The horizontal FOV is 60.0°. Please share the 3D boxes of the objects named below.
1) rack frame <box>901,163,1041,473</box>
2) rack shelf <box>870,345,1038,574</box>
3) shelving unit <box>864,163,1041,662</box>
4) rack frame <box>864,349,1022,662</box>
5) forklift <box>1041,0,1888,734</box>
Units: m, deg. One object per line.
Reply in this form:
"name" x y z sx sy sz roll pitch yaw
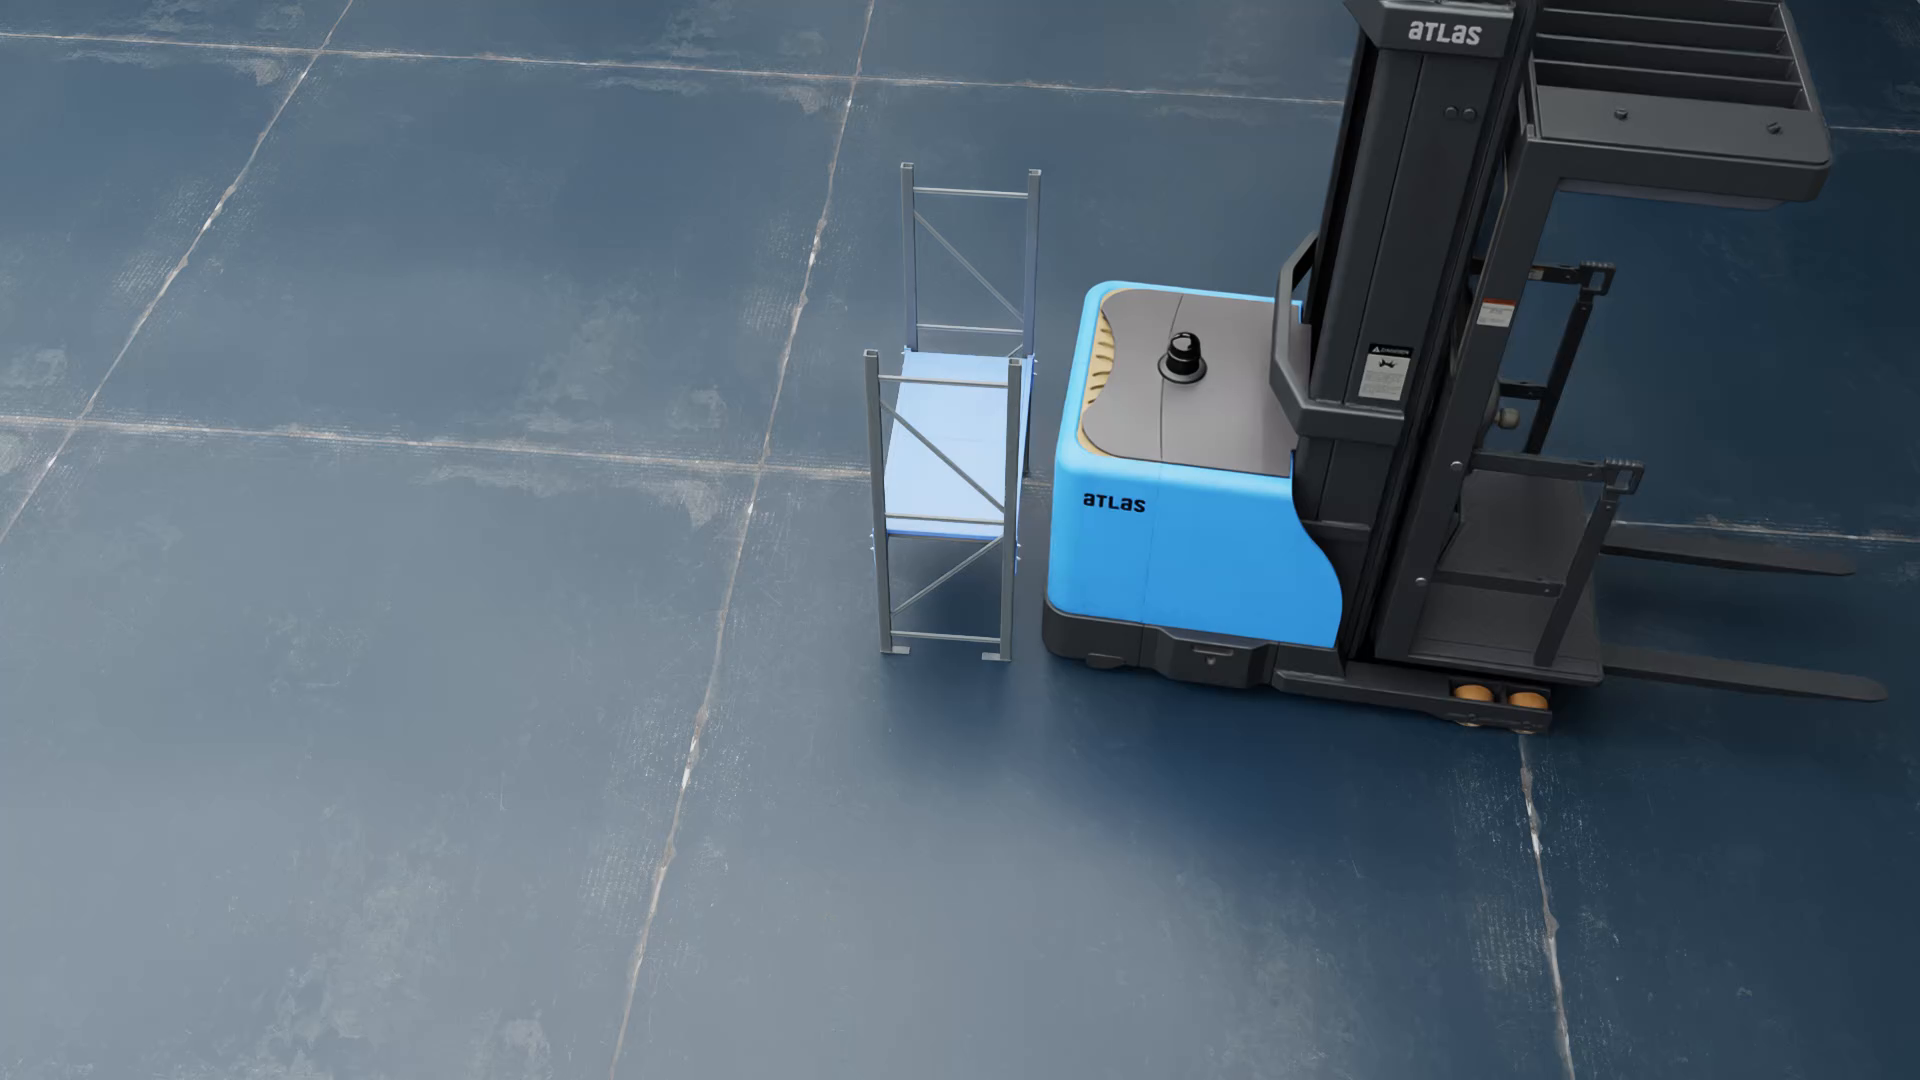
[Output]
"rack frame" 0.039 -0.817 6.481 0.500 1.500 0.032 4 48 4
"rack shelf" -0.008 -0.322 6.272 0.538 0.185 1.000 4 48 4
"shelving unit" -0.008 -0.443 6.139 0.538 1.500 1.048 4 48 4
"rack frame" -0.054 -0.070 5.798 0.500 1.500 0.032 4 48 4
"forklift" 1.875 -0.705 5.408 3.031 2.935 1.130 7 48 7
